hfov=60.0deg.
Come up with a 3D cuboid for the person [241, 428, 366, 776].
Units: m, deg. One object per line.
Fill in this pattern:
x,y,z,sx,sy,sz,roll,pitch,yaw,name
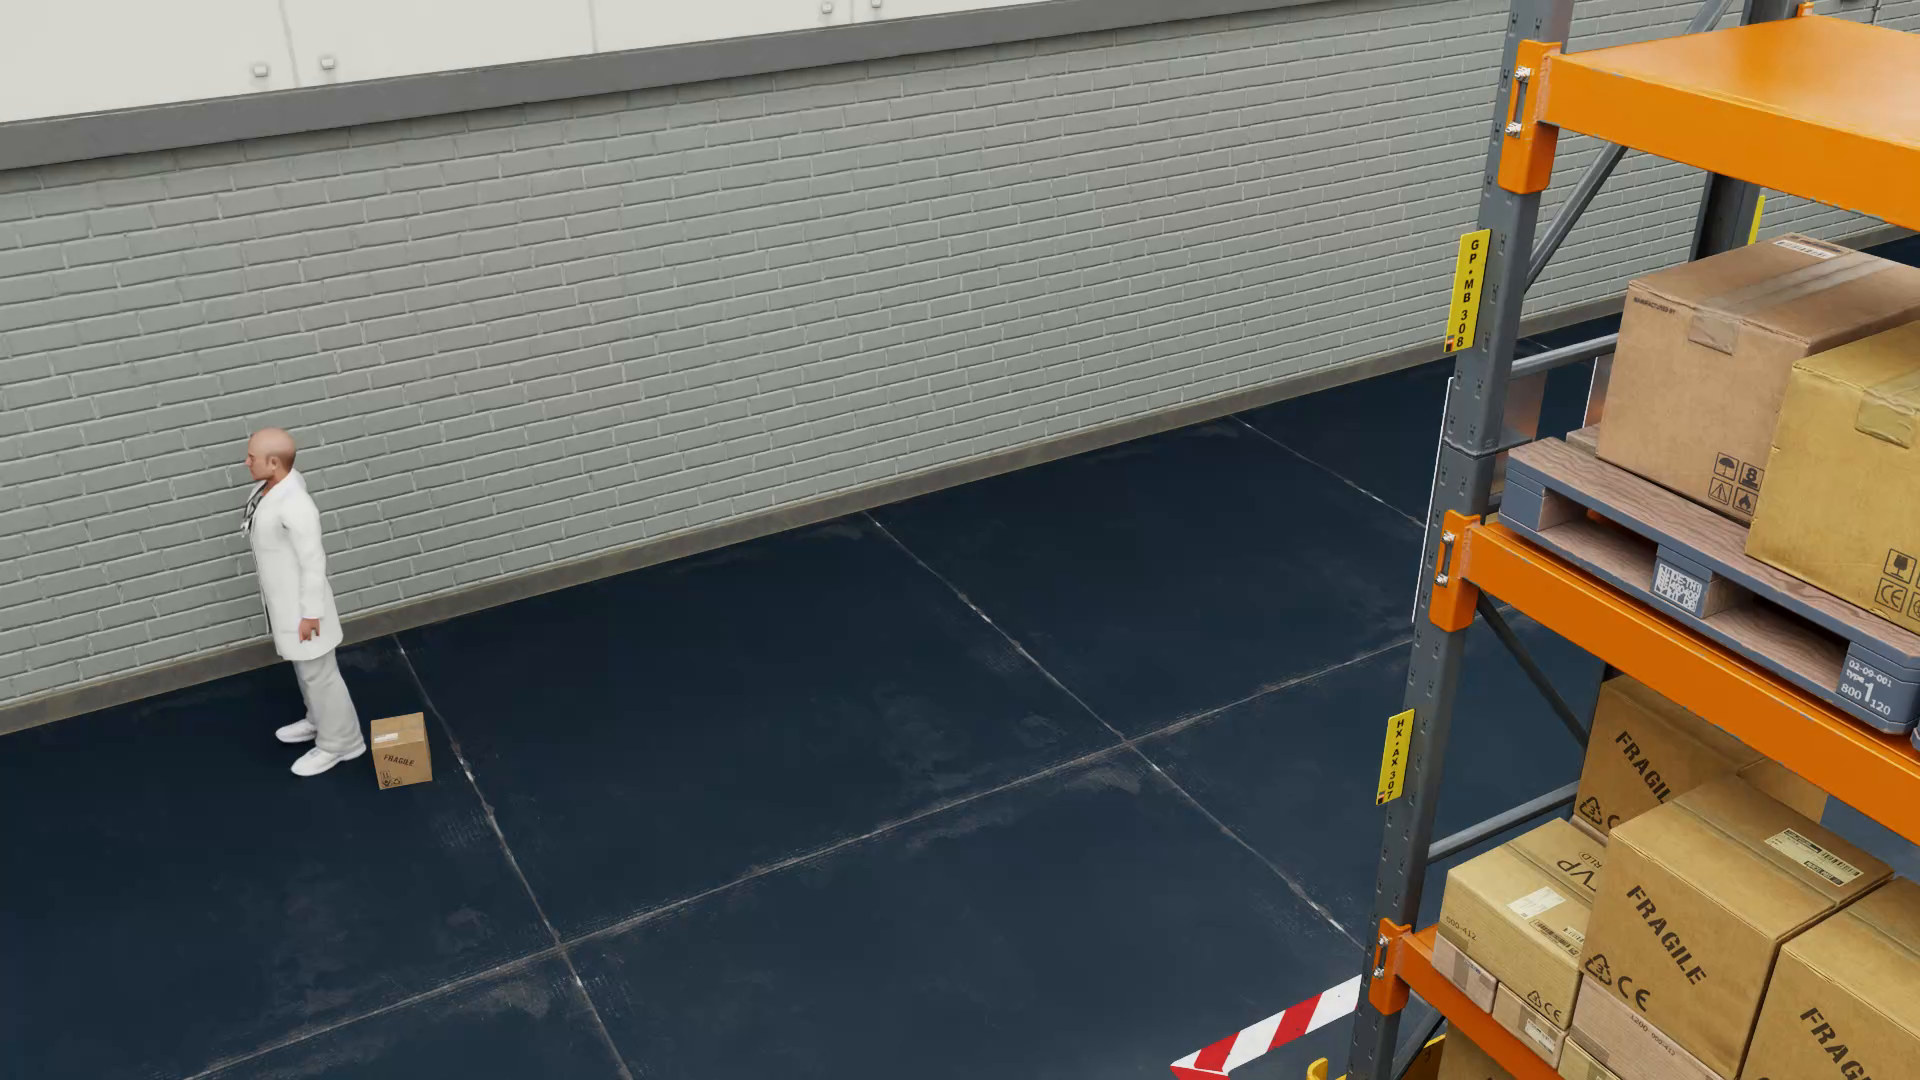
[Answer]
-3.237,0.290,8.045,0.381,1.783,0.568,-16,32,-27,person
